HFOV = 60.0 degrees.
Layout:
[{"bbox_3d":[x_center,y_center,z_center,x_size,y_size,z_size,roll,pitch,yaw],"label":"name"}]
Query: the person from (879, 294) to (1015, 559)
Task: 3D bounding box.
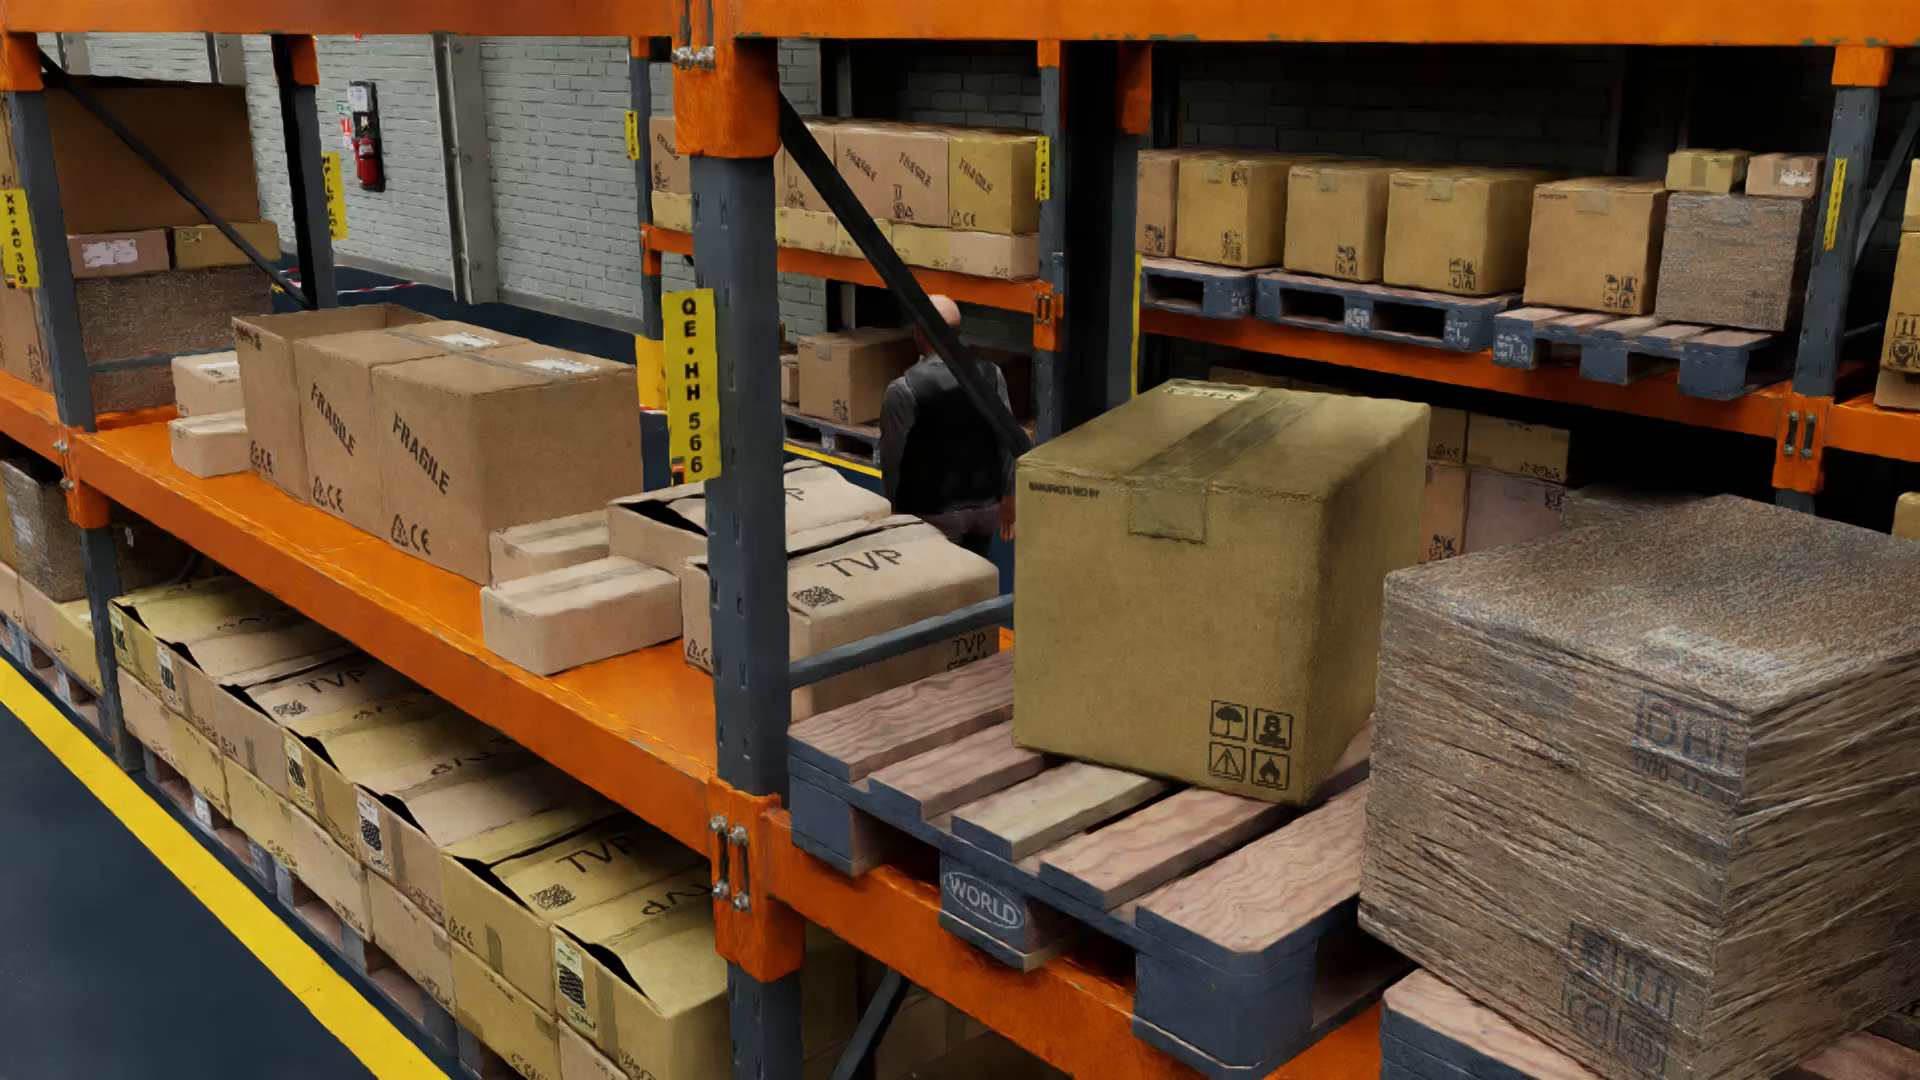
[{"bbox_3d":[-0.021,-0.124,6.544,0.603,1.688,0.799,-11,20,-32],"label":"person"}]
